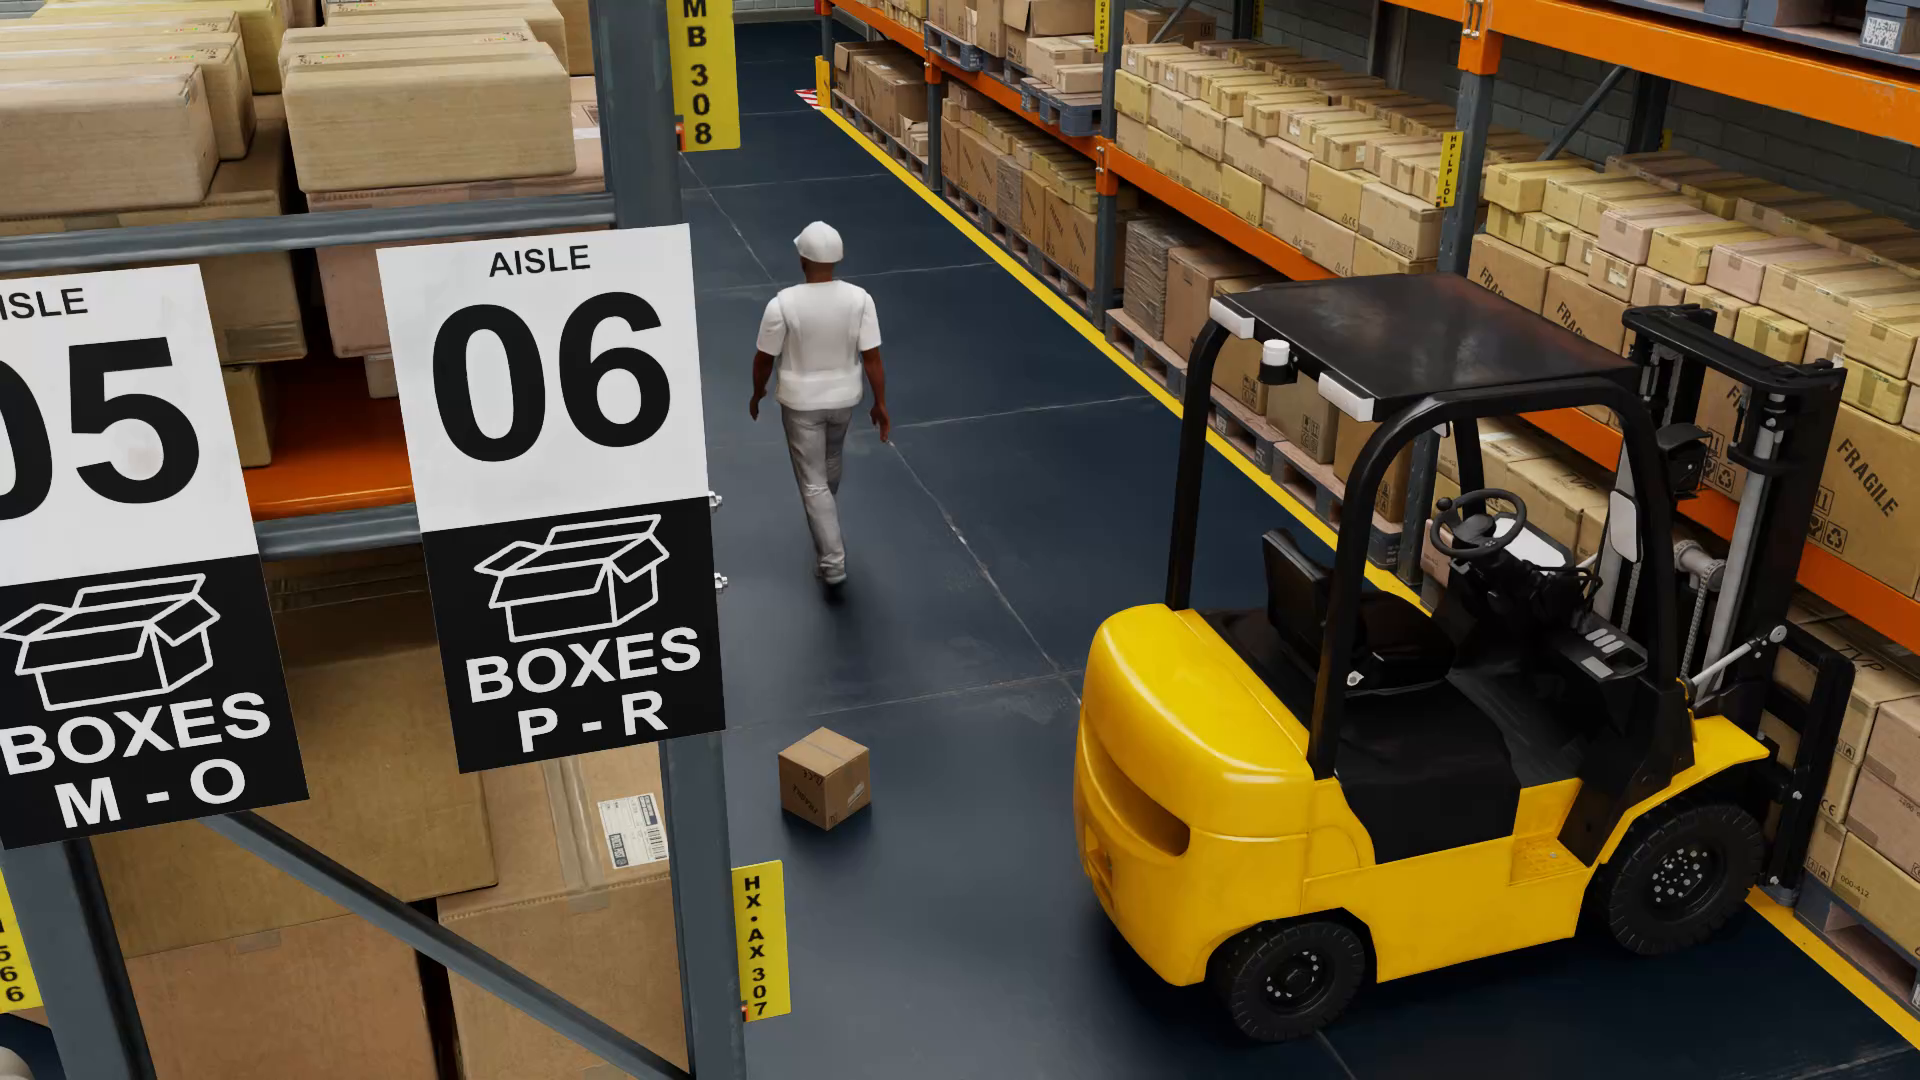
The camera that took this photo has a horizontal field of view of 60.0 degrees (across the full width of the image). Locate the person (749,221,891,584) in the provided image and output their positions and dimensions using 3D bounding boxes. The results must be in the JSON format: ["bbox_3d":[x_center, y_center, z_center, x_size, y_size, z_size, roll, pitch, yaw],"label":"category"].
[{"bbox_3d":[-0.694,-0.706,8.041,0.604,1.718,1.081,-11,28,-21],"label":"person"}]
